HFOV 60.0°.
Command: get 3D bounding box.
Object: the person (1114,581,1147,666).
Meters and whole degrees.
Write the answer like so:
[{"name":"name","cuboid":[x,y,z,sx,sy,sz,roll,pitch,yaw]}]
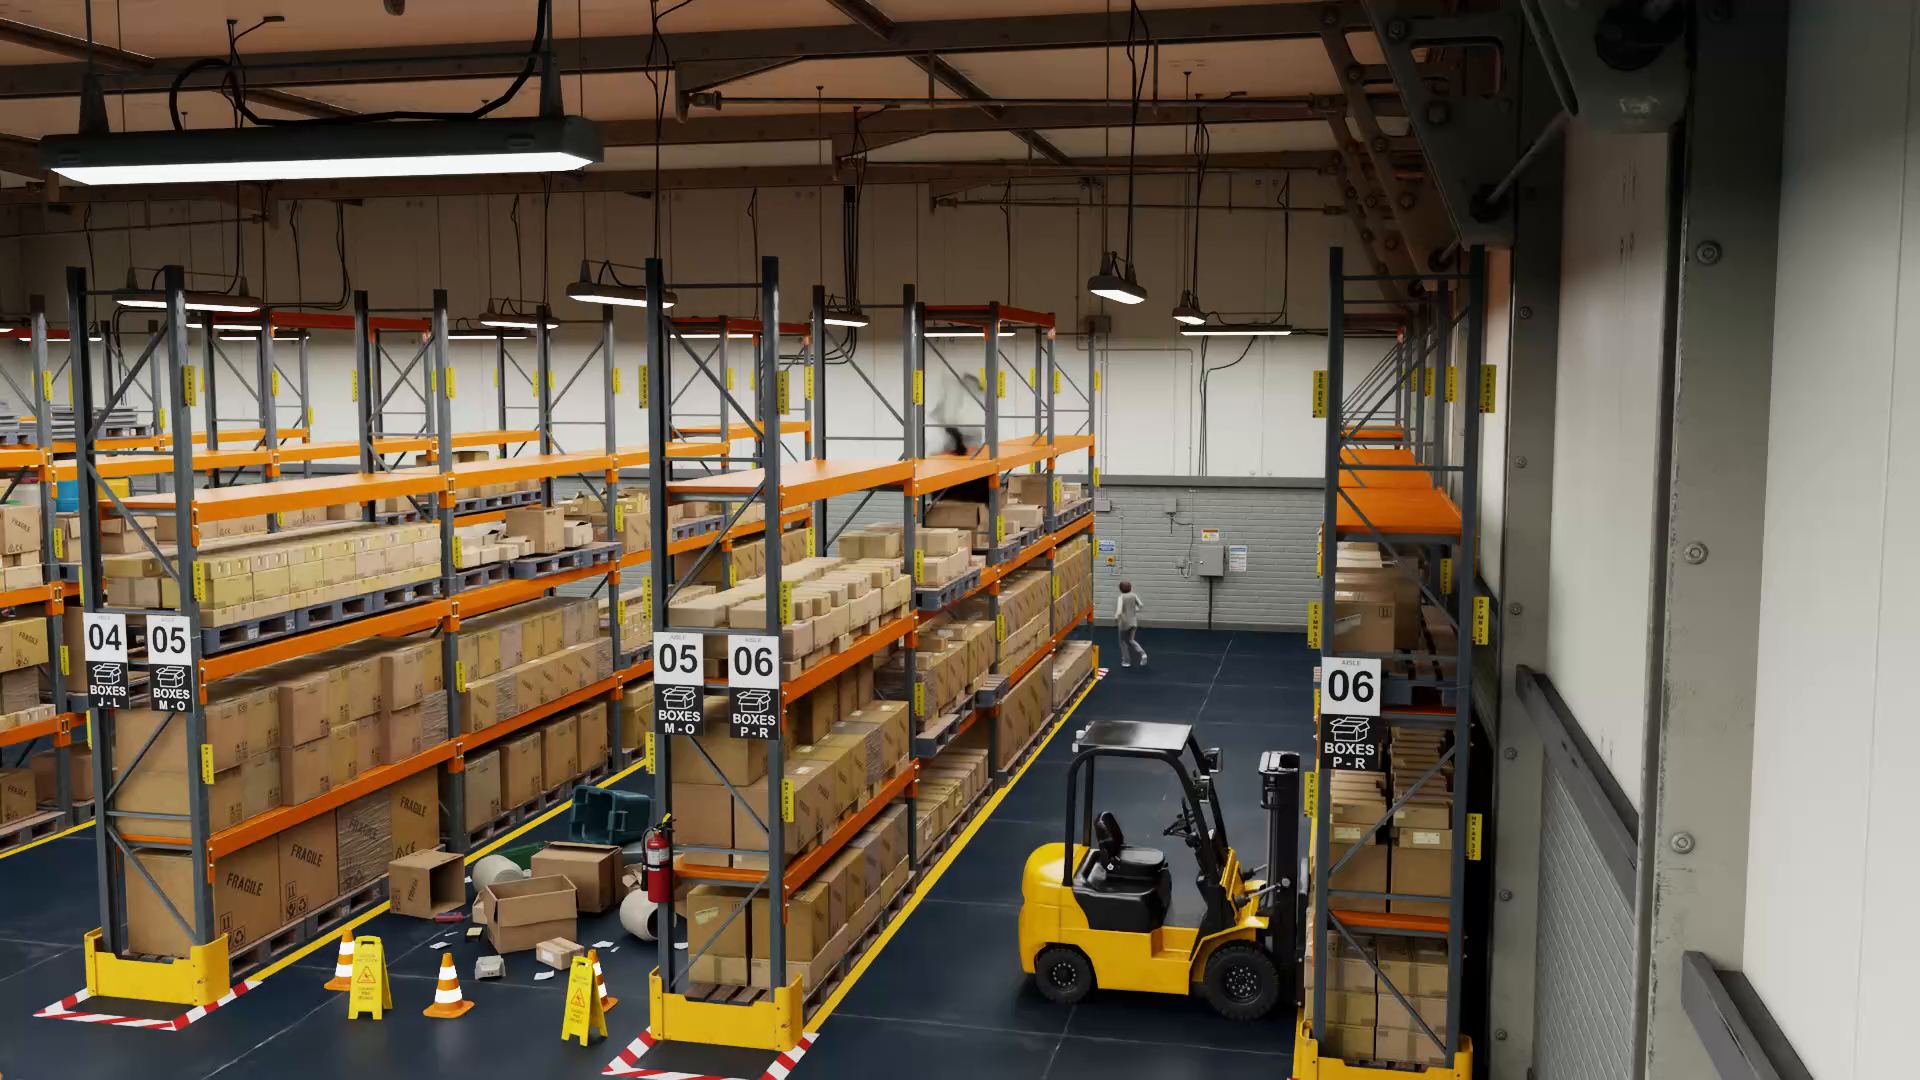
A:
[{"name":"person","cuboid":[2.903,1.473,28.869,0.602,1.552,0.687,-4,7,-33]}]
